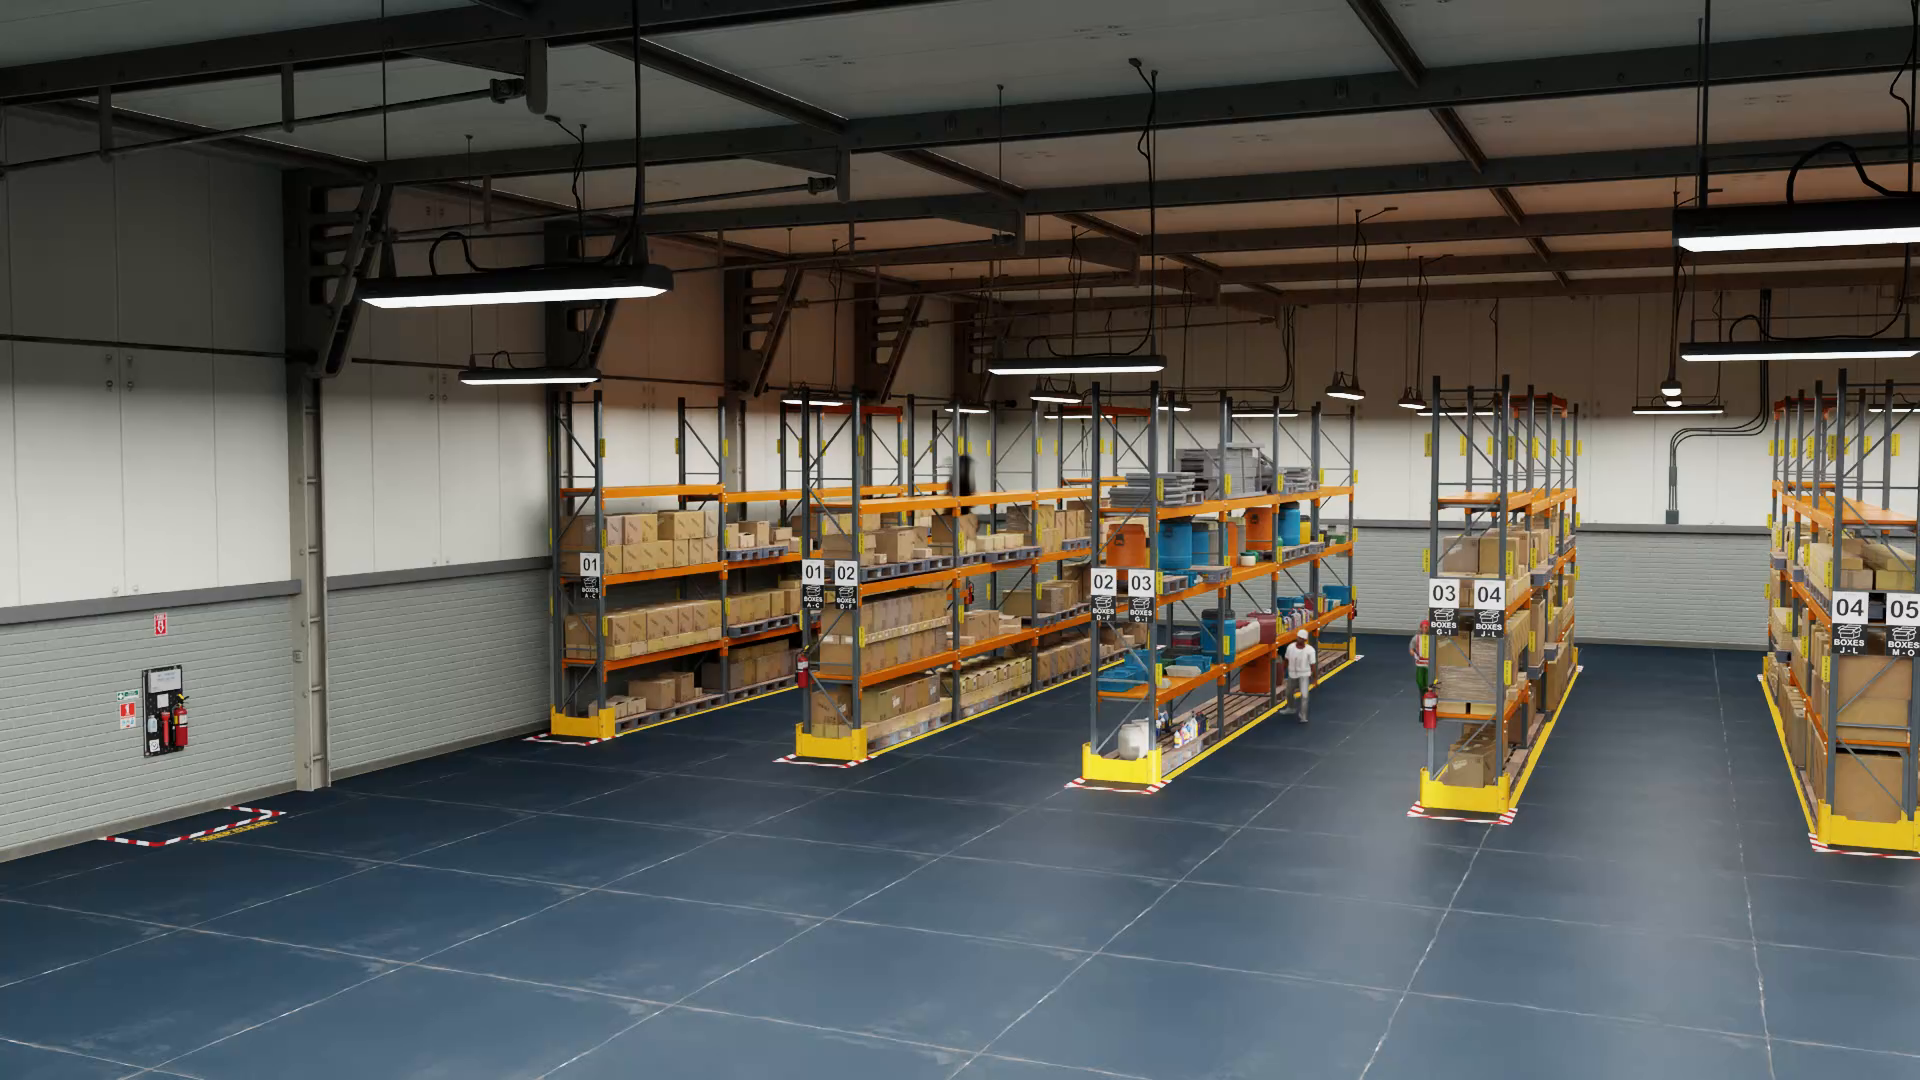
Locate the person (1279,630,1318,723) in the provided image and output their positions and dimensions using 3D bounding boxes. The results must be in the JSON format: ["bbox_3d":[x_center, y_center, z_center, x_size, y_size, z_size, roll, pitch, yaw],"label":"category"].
[{"bbox_3d":[6.164,2.469,30.548,0.849,1.702,0.735,2,4,38],"label":"person"}]

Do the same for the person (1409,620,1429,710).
[{"bbox_3d":[8.774,2.382,31.269,0.654,1.766,0.769,1,3,25],"label":"person"}]
